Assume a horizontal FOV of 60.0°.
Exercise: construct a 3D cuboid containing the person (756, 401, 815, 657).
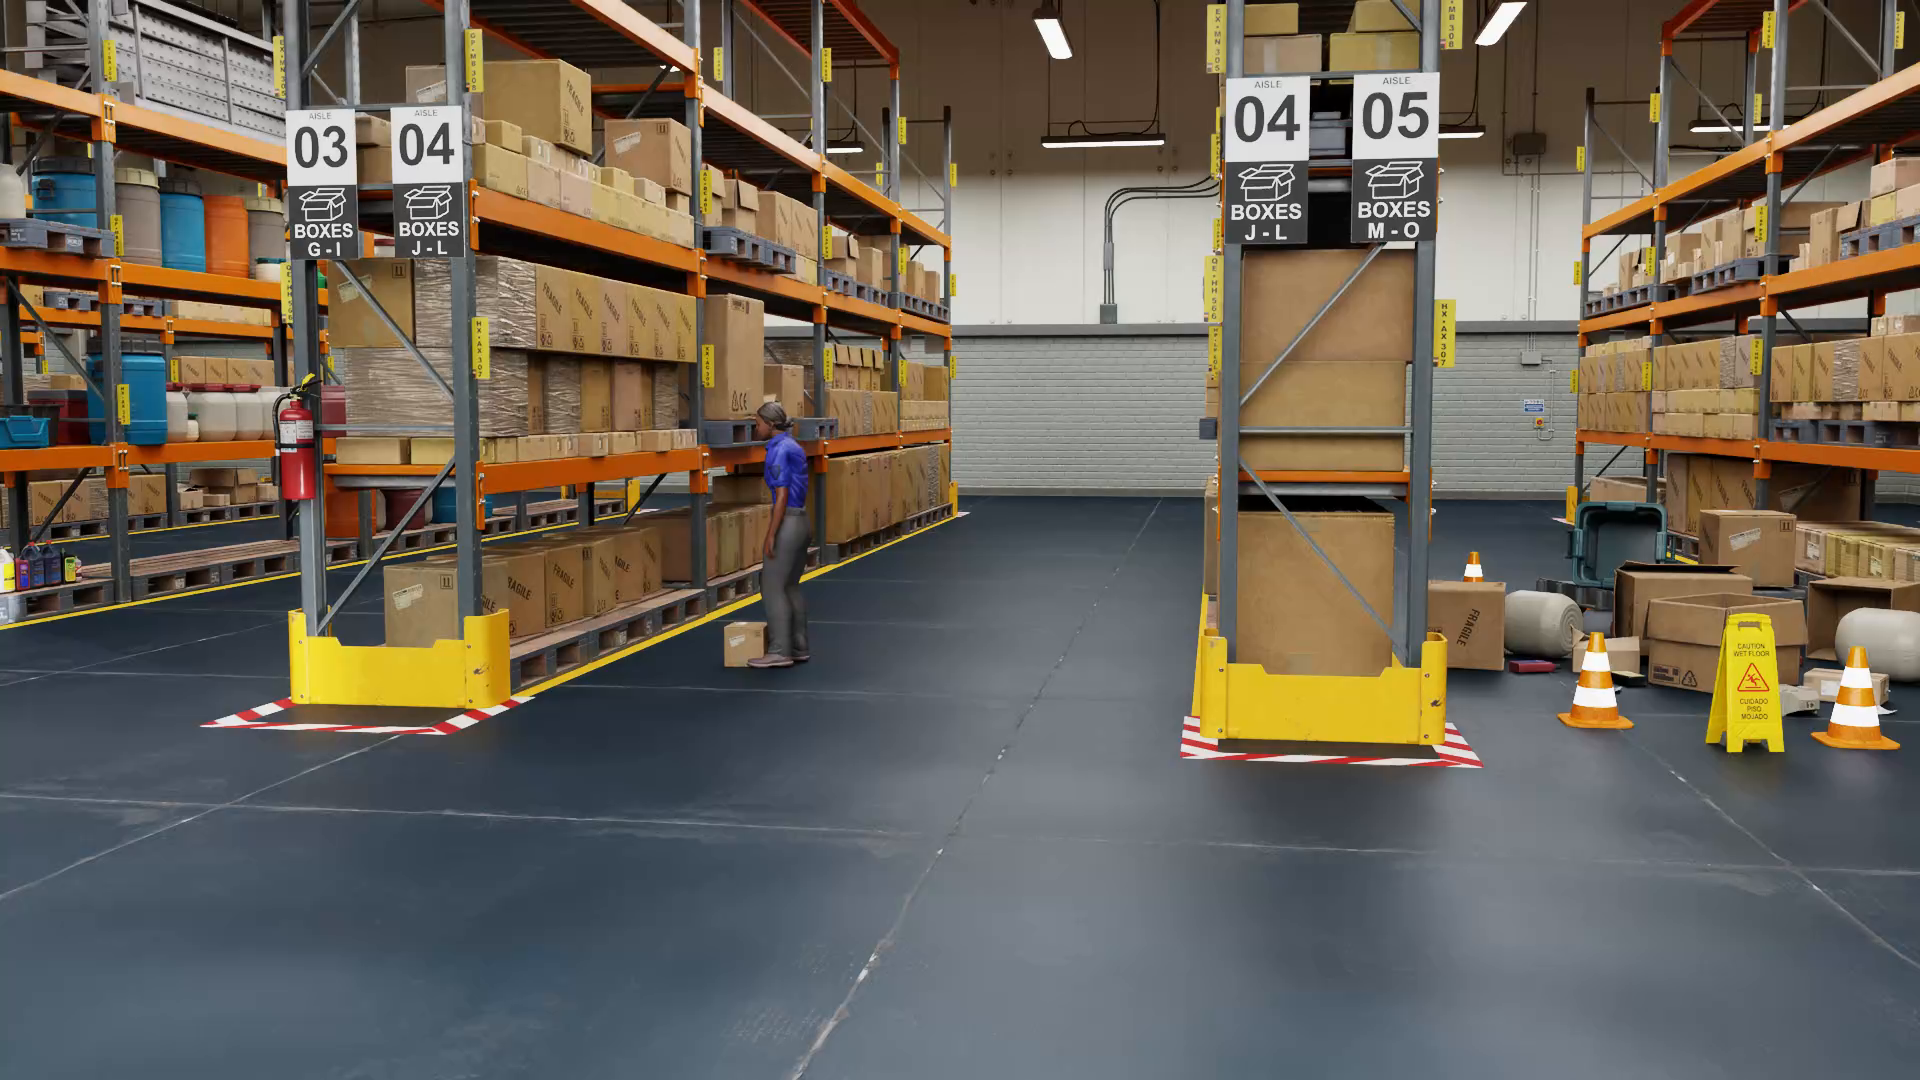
[{"bbox_3d":[-1.100,-0.073,10.413,0.349,1.585,0.492,1,5,9],"label":"person"}]
